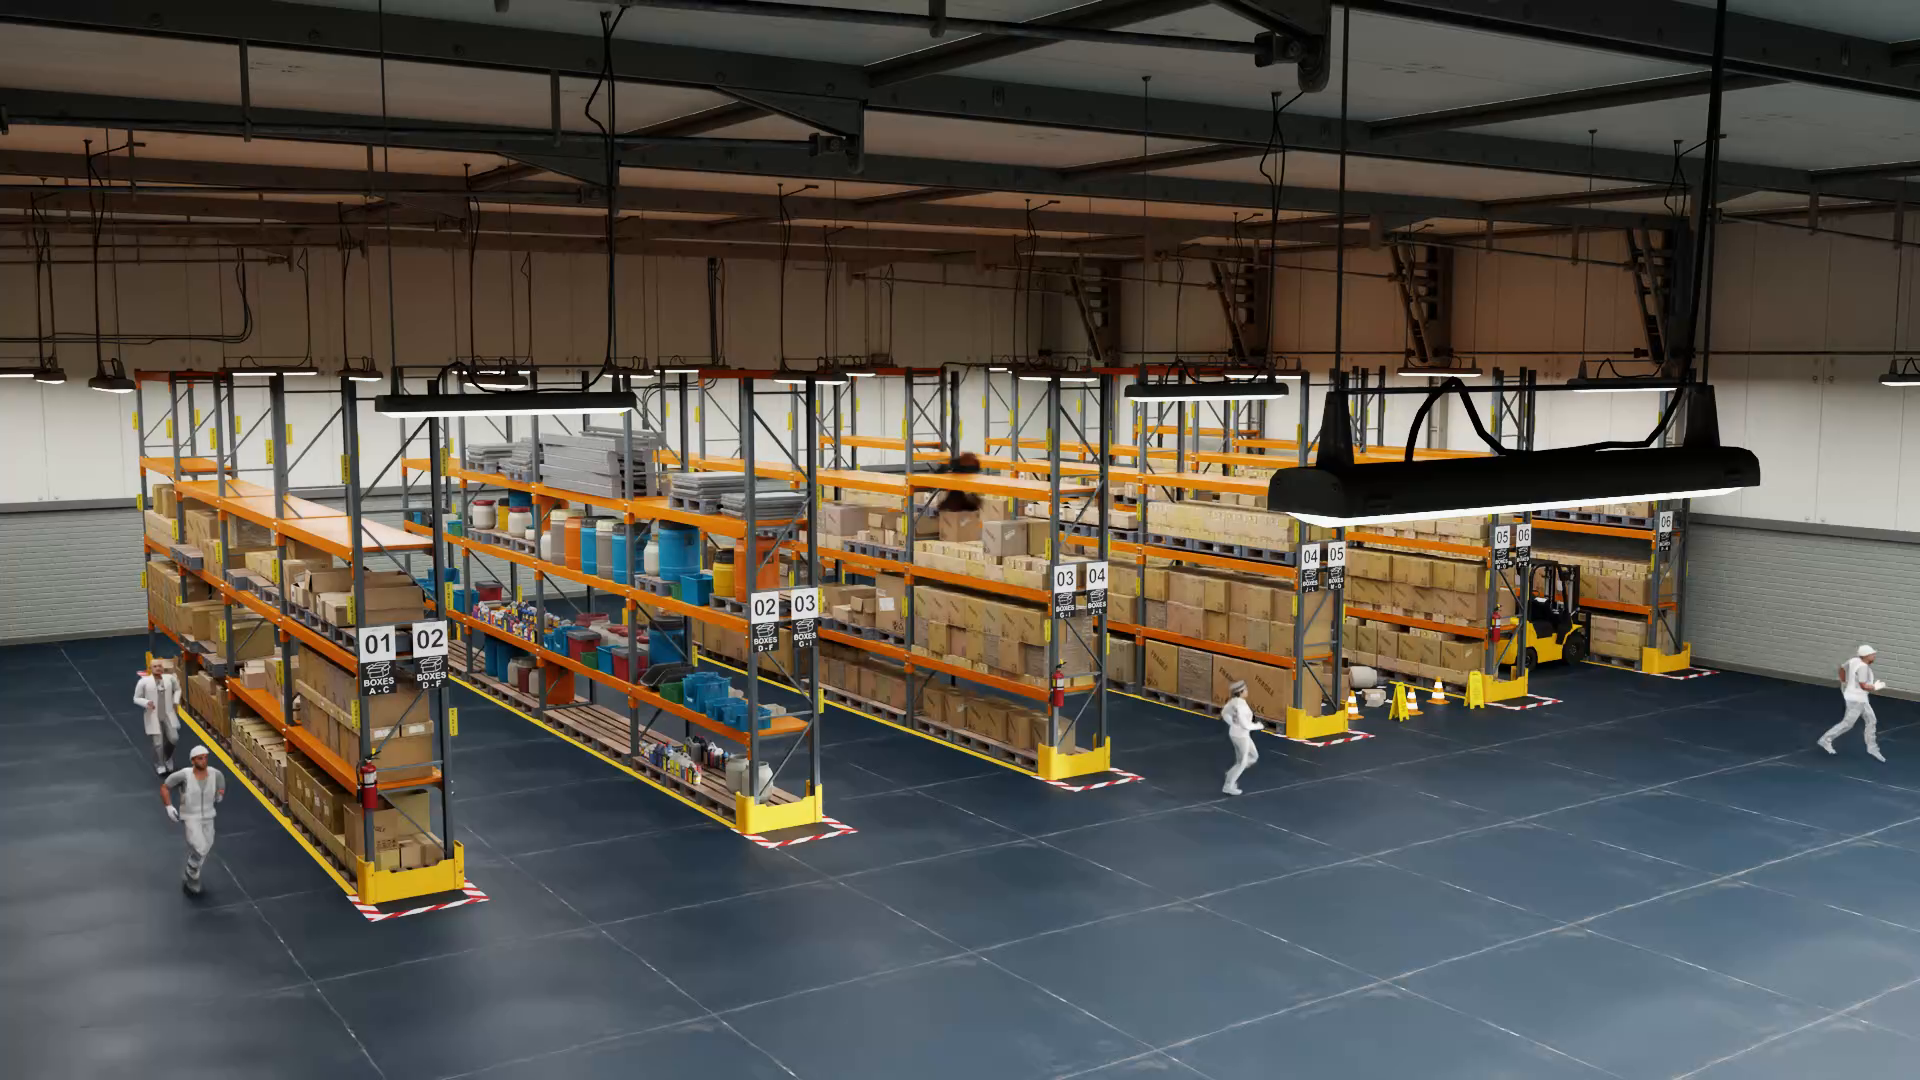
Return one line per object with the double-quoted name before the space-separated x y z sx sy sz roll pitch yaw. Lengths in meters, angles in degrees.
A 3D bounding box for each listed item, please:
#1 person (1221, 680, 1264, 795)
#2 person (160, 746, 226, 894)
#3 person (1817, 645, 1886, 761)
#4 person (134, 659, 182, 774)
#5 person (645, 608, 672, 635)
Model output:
"person" 4.056 2.815 23.821 0.584 1.660 0.595 0 6 0
"person" -8.888 3.261 19.417 0.735 1.751 0.647 5 8 39
"person" 13.946 2.529 25.922 0.969 1.818 0.711 2 7 21
"person" -11.943 2.653 24.878 0.698 1.735 0.633 -5 8 -37
"person" -5.288 2.030 30.101 0.645 1.784 0.904 -6 9 -42
